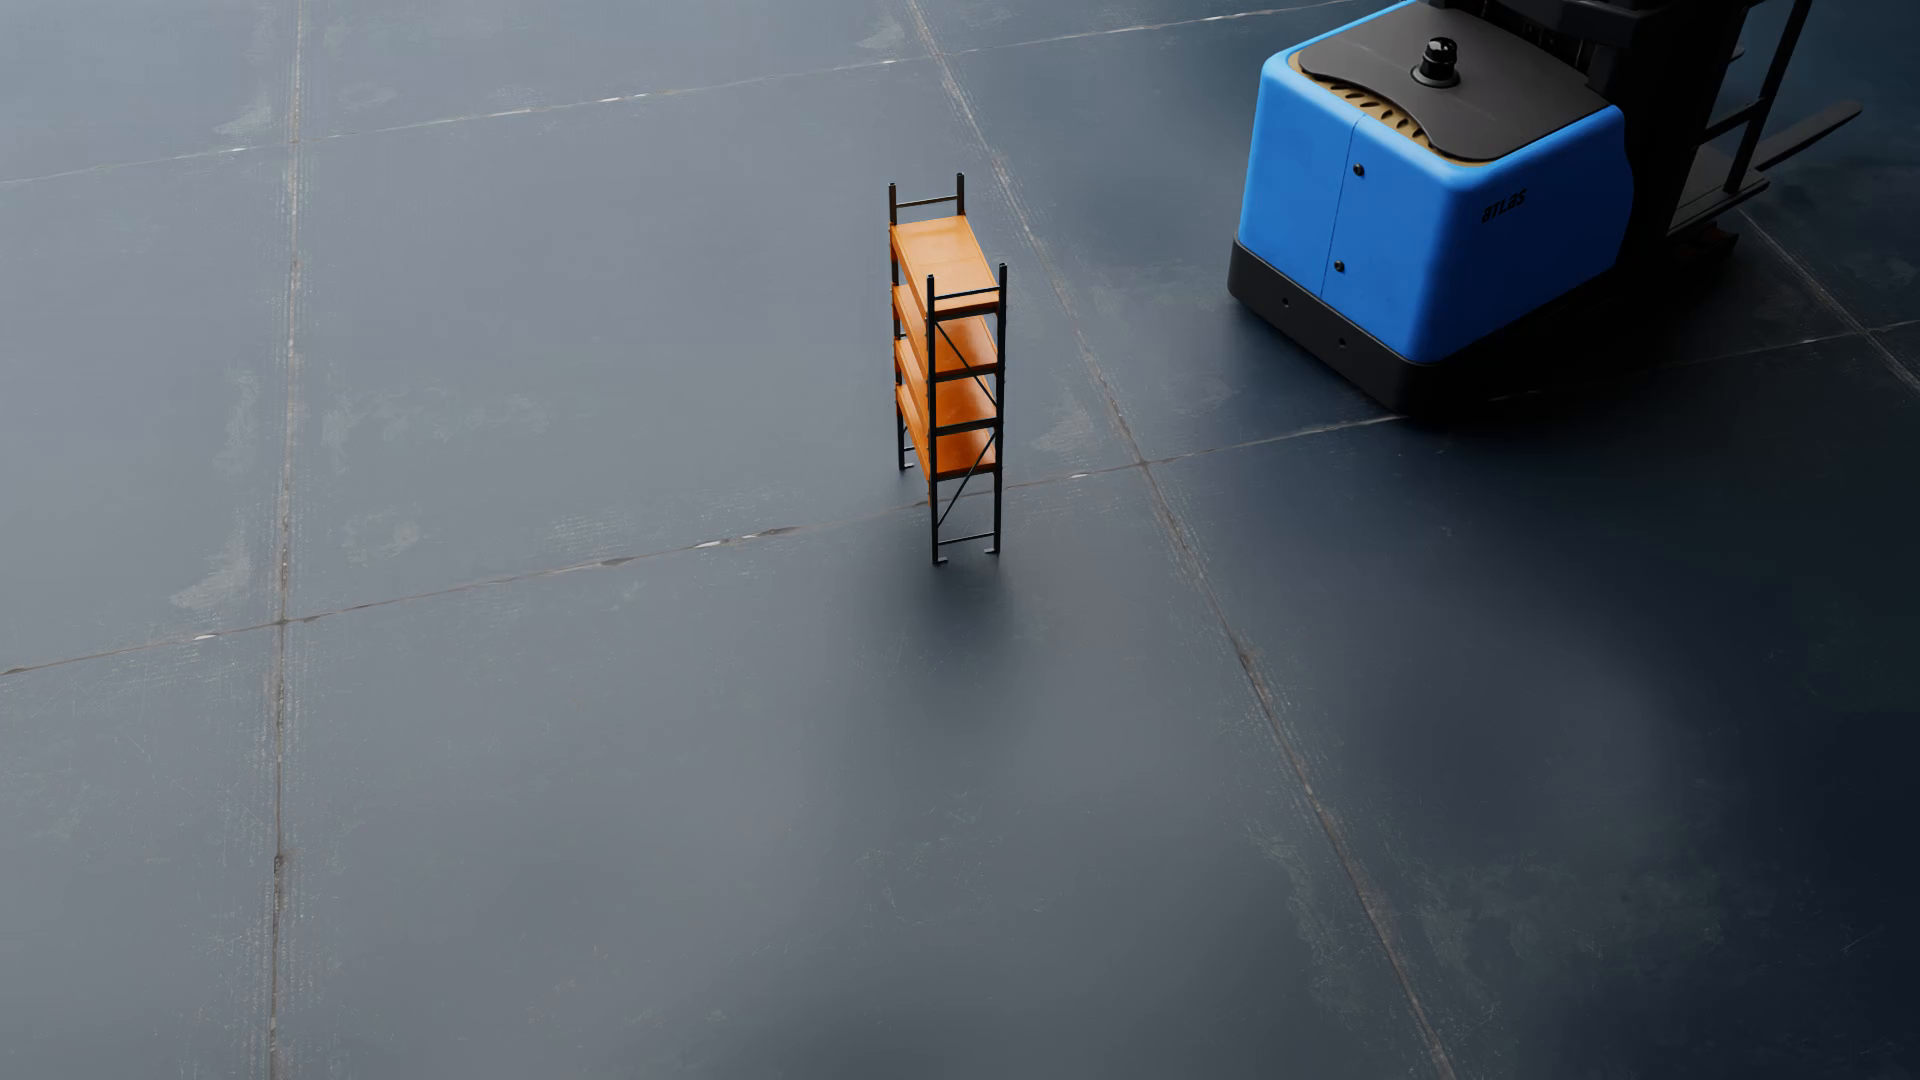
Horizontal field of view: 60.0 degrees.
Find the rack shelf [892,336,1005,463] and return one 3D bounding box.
[{"bbox_3d":[-0.042,-0.487,5.482,0.258,0.148,0.480,-11,47,-10],"label":"rack shelf"}]

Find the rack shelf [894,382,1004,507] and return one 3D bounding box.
[{"bbox_3d":[-0.042,-0.348,5.623,0.258,0.148,0.480,-11,47,-10],"label":"rack shelf"}]

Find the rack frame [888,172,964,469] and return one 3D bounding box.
[{"bbox_3d":[-0.105,-0.703,5.599,0.240,1.200,0.015,-11,47,-10],"label":"rack frame"}]

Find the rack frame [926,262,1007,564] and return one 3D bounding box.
[{"bbox_3d":[0.020,-0.366,5.268,0.240,1.200,0.015,-11,47,-10],"label":"rack frame"}]

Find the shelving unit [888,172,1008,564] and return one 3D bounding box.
[{"bbox_3d":[-0.042,-0.534,5.433,0.258,1.200,0.503,-11,47,-10],"label":"shelving unit"}]

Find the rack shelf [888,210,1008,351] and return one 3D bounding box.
[{"bbox_3d":[-0.042,-0.809,5.153,0.258,0.148,0.480,-11,47,-10],"label":"rack shelf"}]

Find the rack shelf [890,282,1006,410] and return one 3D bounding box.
[{"bbox_3d":[-0.042,-0.644,5.322,0.258,0.148,0.480,-11,47,-10],"label":"rack shelf"}]

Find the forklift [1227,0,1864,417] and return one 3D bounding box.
[{"bbox_3d":[2.557,-2.336,5.987,3.031,2.935,1.130,-28,52,-24],"label":"forklift"}]
